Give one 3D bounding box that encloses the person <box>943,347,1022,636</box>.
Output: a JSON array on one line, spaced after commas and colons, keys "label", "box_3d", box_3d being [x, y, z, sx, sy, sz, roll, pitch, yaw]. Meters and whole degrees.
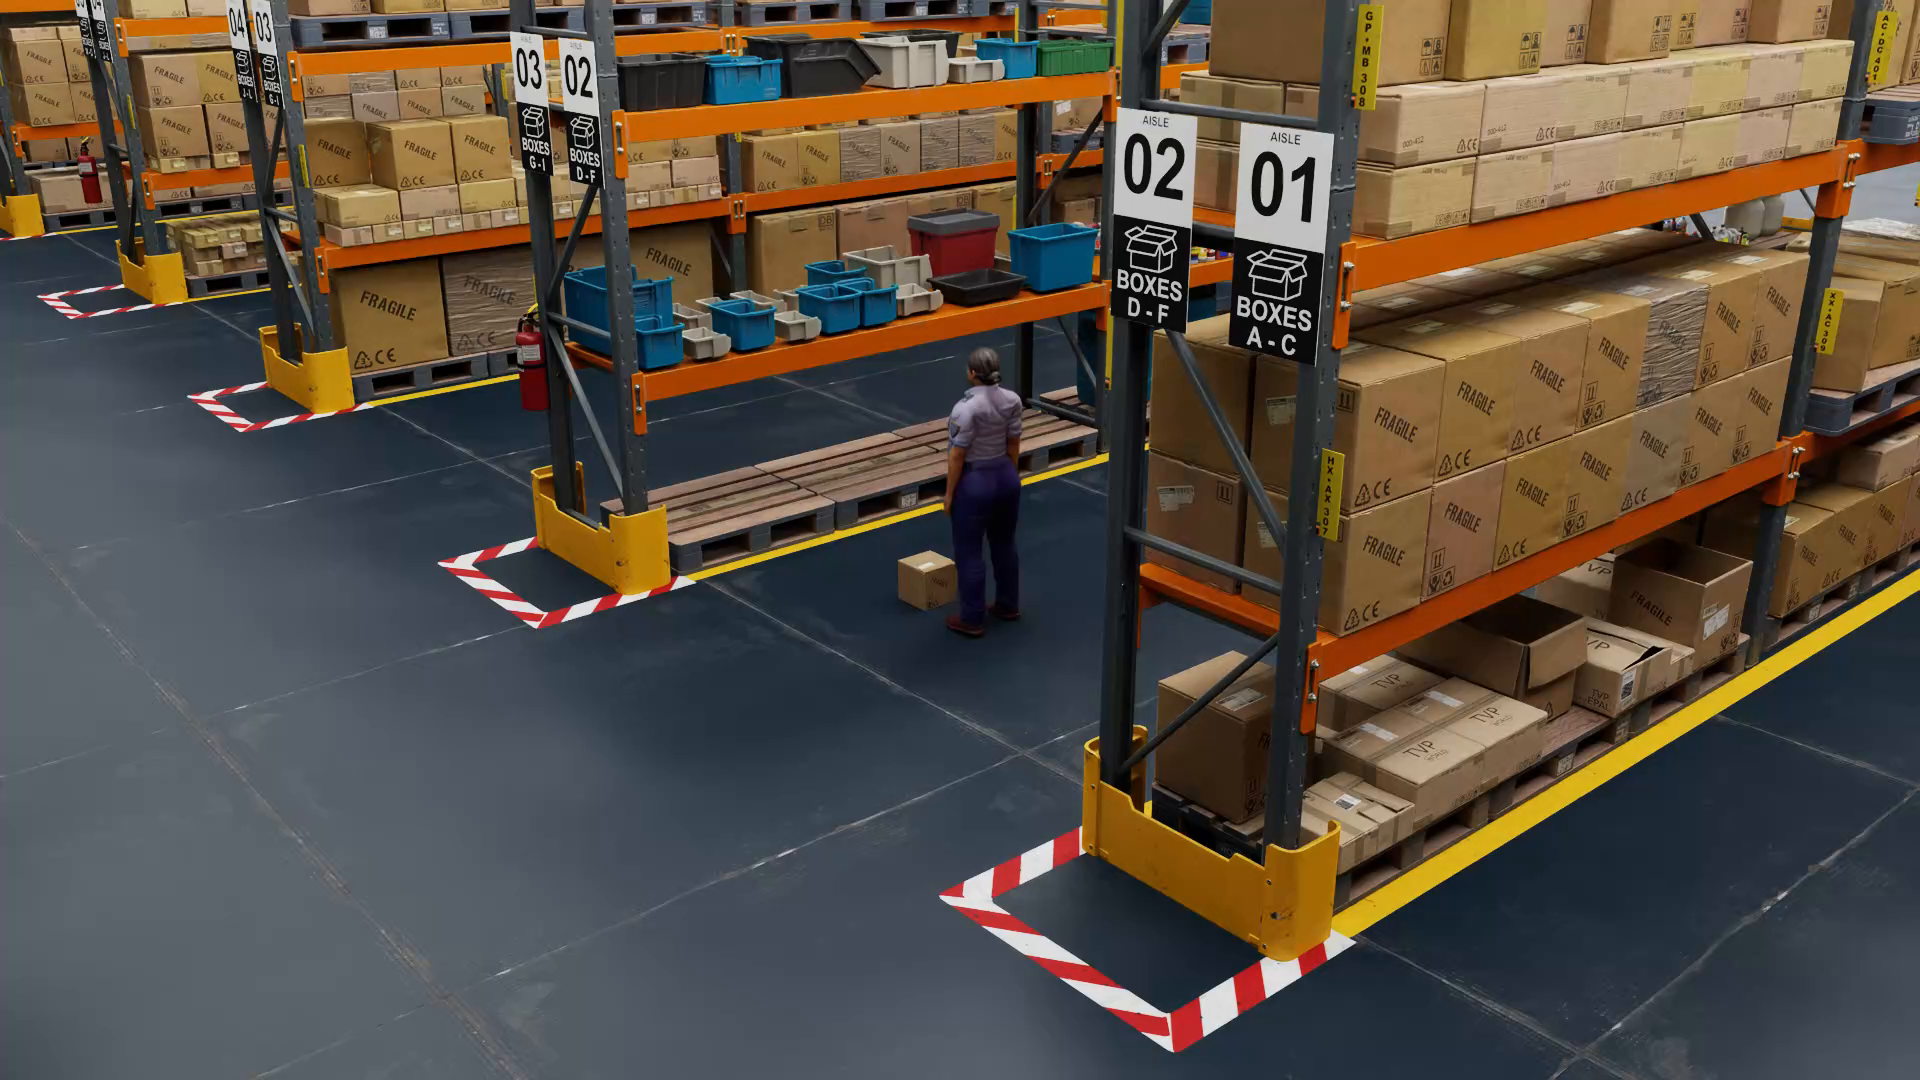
[{"label": "person", "box_3d": [0.117, -0.275, 9.340, 0.493, 1.649, 0.367, -17, 27, -37]}]
